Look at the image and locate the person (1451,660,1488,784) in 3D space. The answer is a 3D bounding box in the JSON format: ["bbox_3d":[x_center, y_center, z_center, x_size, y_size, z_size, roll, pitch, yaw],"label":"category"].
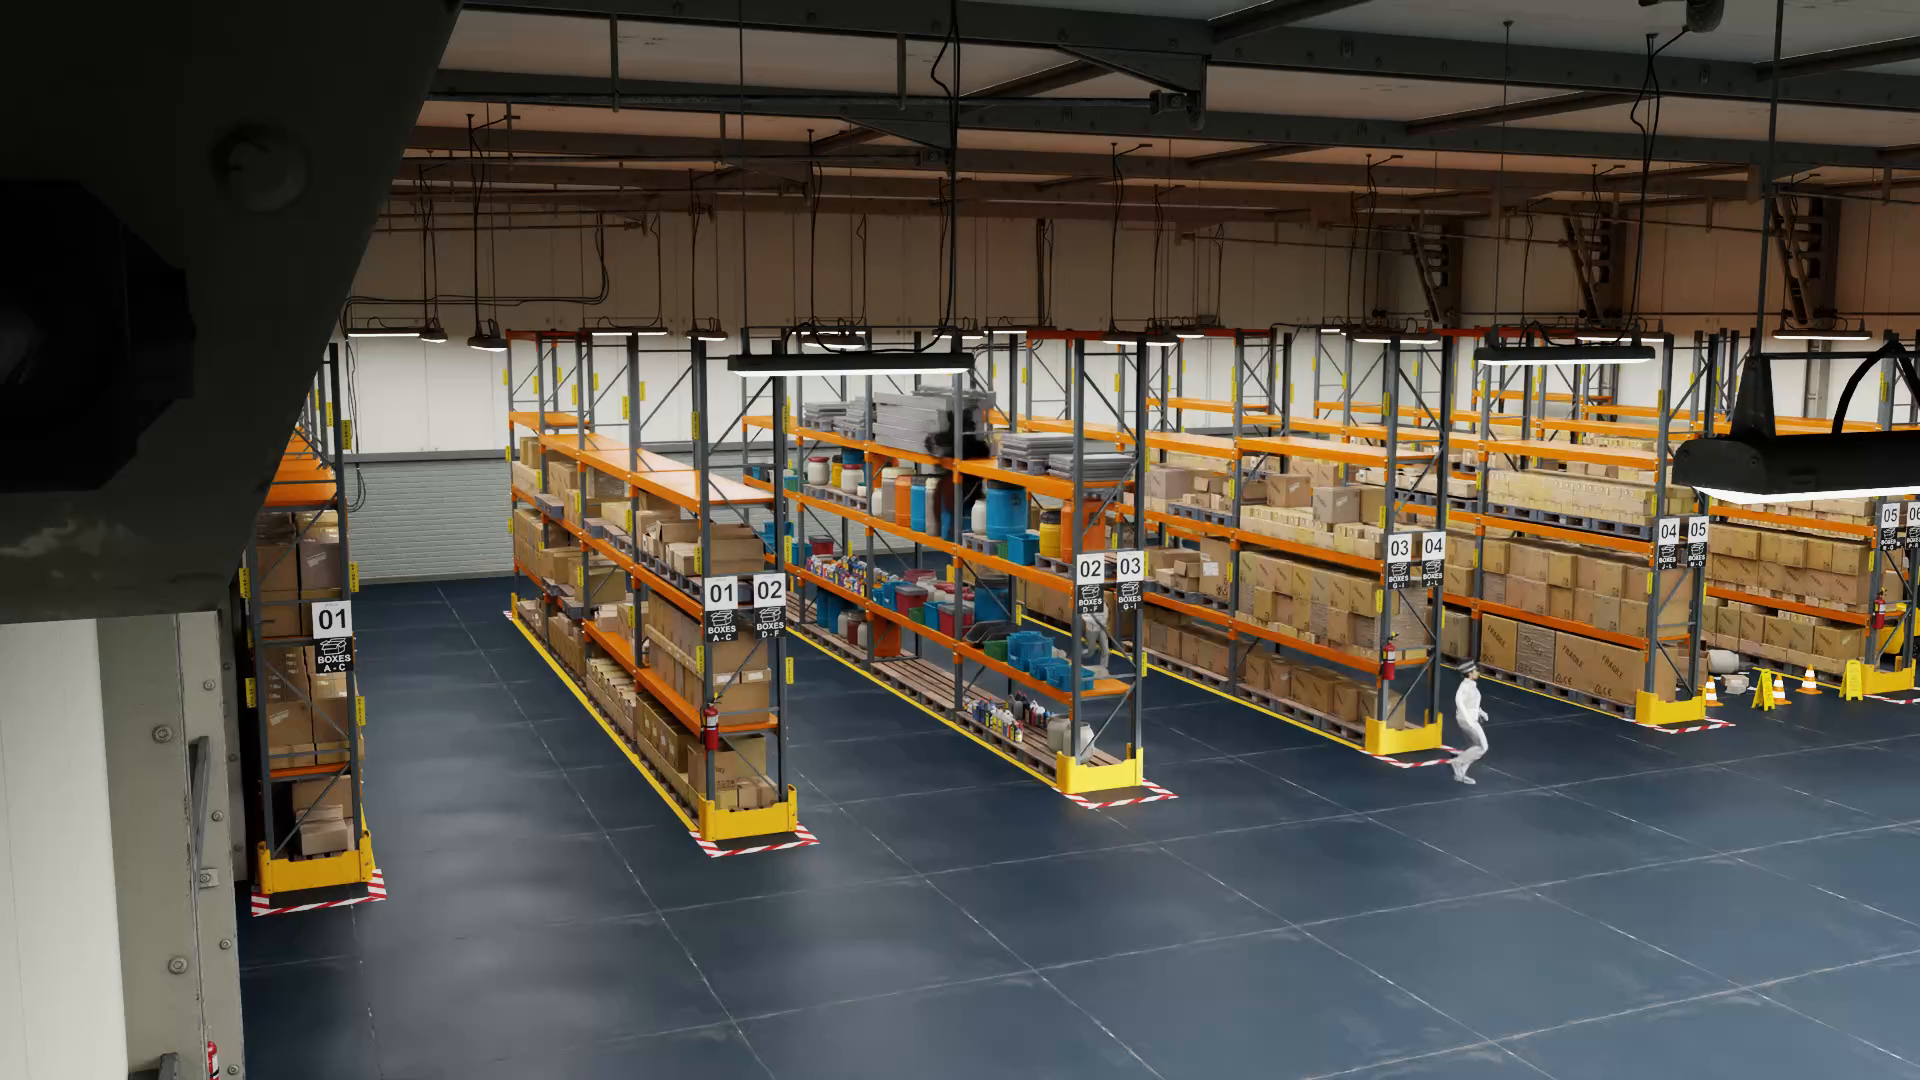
[{"bbox_3d":[6.931,2.465,22.612,0.484,1.642,0.660,2,8,11],"label":"person"}]

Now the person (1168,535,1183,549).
[{"bbox_3d":[5.470,-0.280,42.294,0.714,1.752,0.709,-3,8,-20],"label":"person"}]

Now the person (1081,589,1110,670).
[{"bbox_3d":[2.268,1.526,28.104,0.600,1.681,0.892,-6,10,-37],"label":"person"}]
